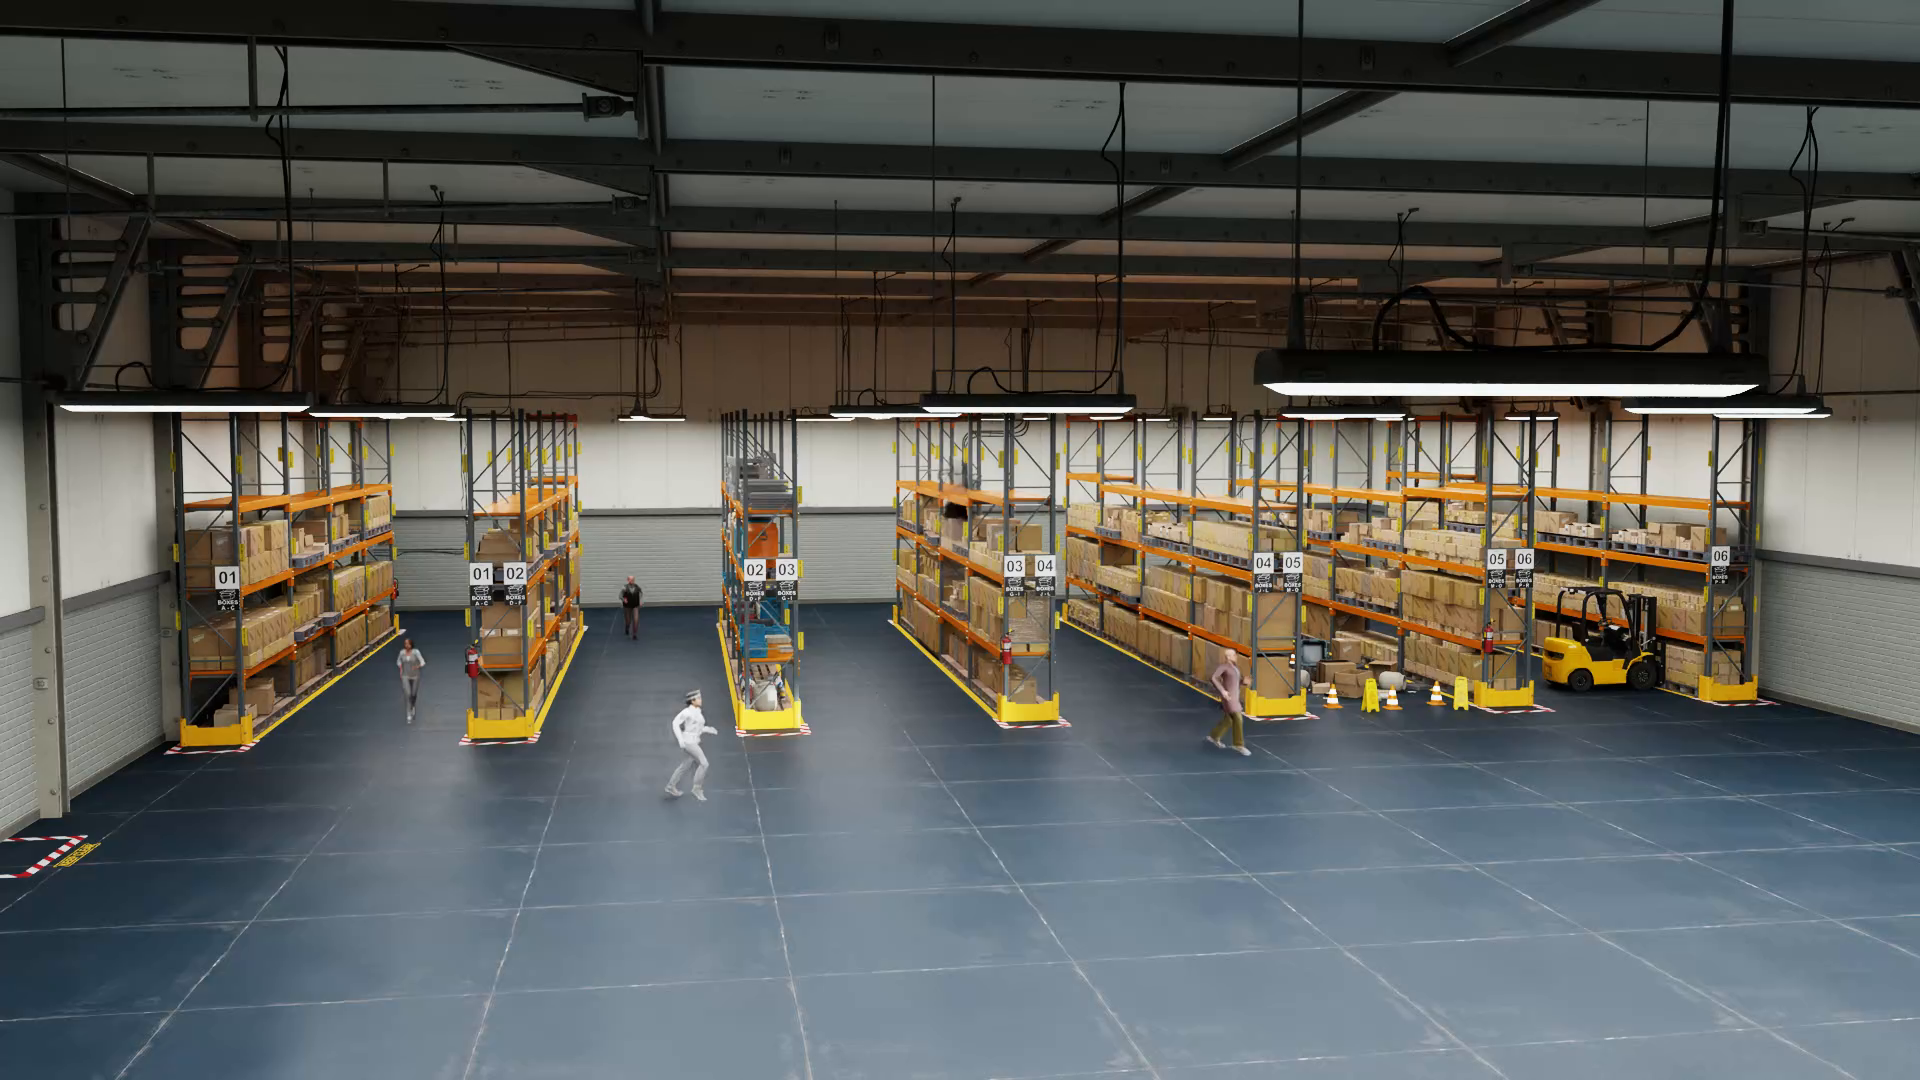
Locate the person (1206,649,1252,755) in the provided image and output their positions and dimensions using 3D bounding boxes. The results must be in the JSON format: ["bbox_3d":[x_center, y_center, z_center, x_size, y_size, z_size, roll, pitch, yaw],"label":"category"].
[{"bbox_3d":[4.694,2.806,28.992,0.876,1.823,0.694,2,5,28],"label":"person"}]

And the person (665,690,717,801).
[{"bbox_3d":[-4.114,3.131,25.352,0.829,1.725,0.529,0,4,4],"label":"person"}]

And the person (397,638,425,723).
[{"bbox_3d":[-10.613,2.684,32.156,0.526,1.606,0.815,-1,4,-15],"label":"person"}]

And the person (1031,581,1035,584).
[{"bbox_3d":[2.069,1.642,46.778,0.637,1.685,0.612,0,4,2],"label":"person"}]

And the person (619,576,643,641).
[{"bbox_3d":[-8.733,1.787,44.165,0.648,1.712,0.933,-1,4,-19],"label":"person"}]
